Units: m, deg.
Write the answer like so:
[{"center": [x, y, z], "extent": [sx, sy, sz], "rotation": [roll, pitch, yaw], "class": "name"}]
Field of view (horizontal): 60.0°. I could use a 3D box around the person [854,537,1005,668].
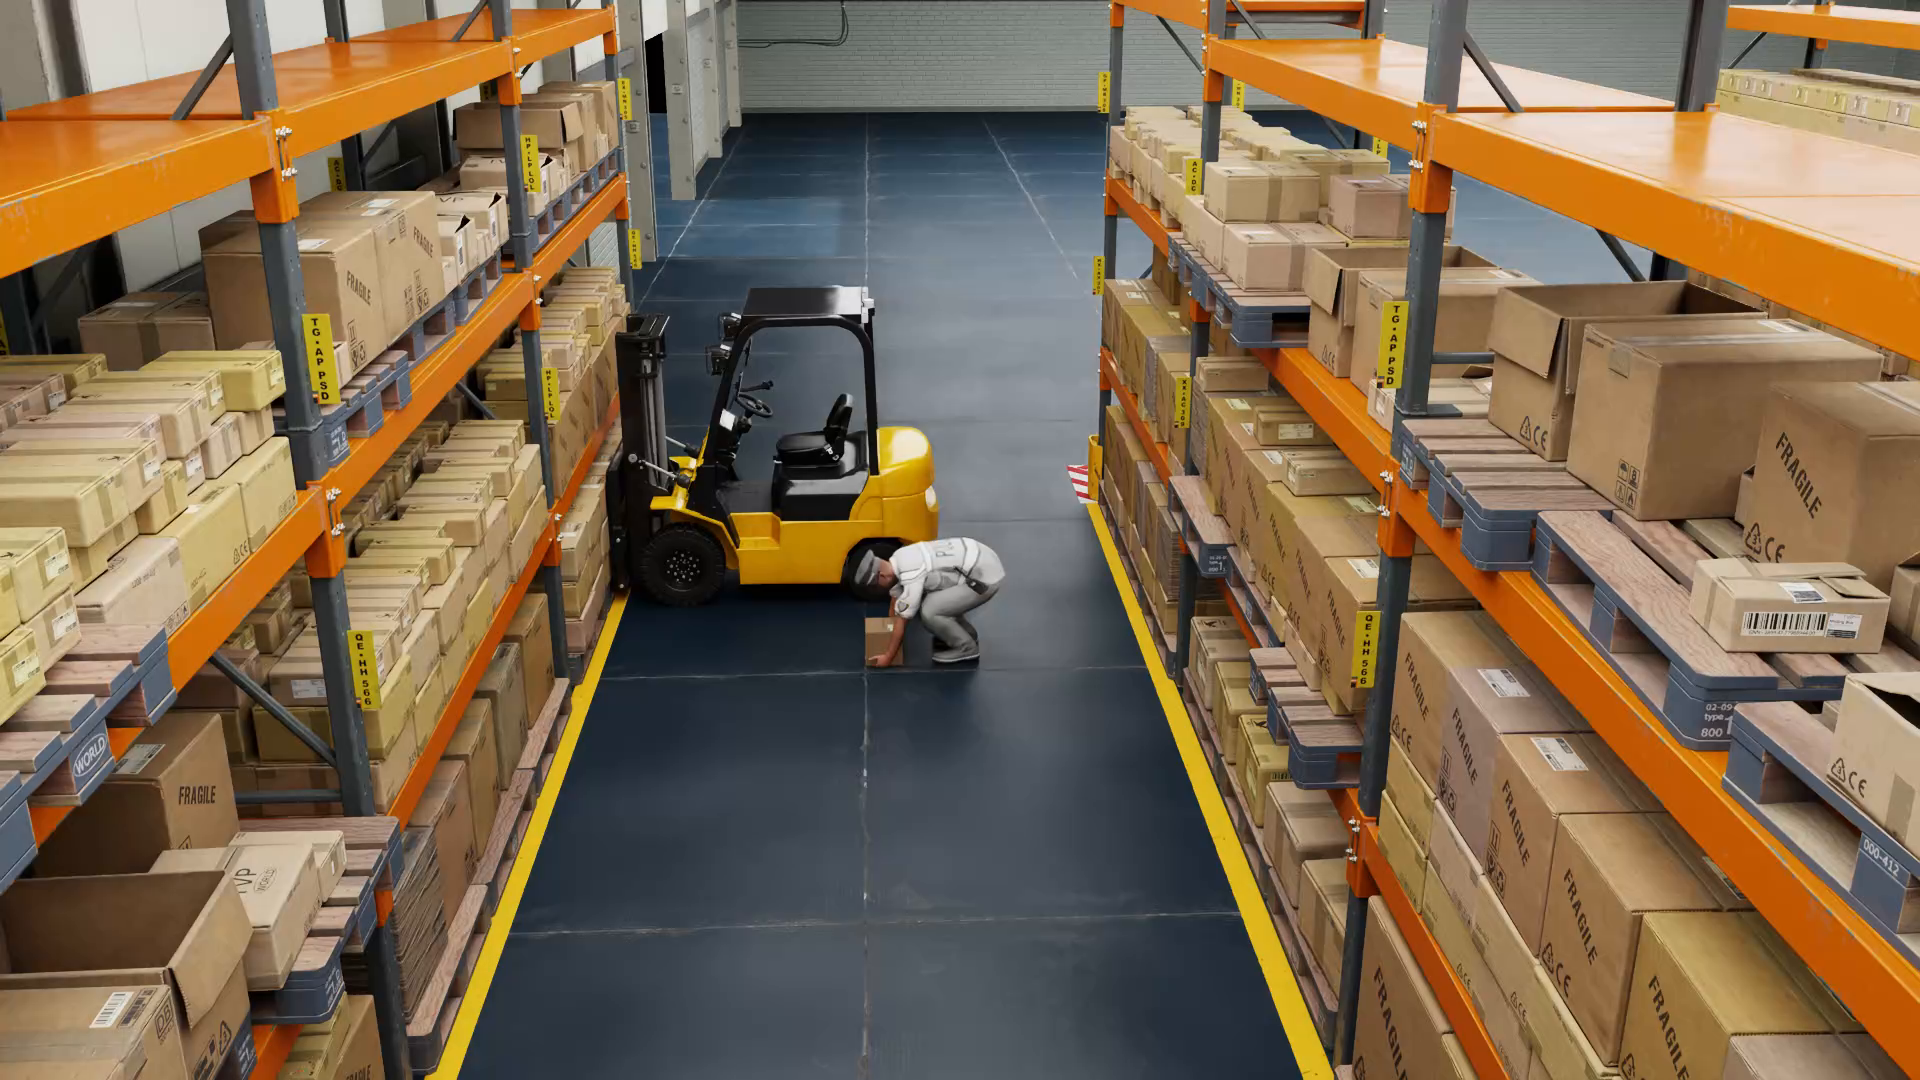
[{"center": [-0.209, 0.413, 11.342], "extent": [1.026, 0.828, 0.551], "rotation": [-2, 20, -4], "class": "person"}]
